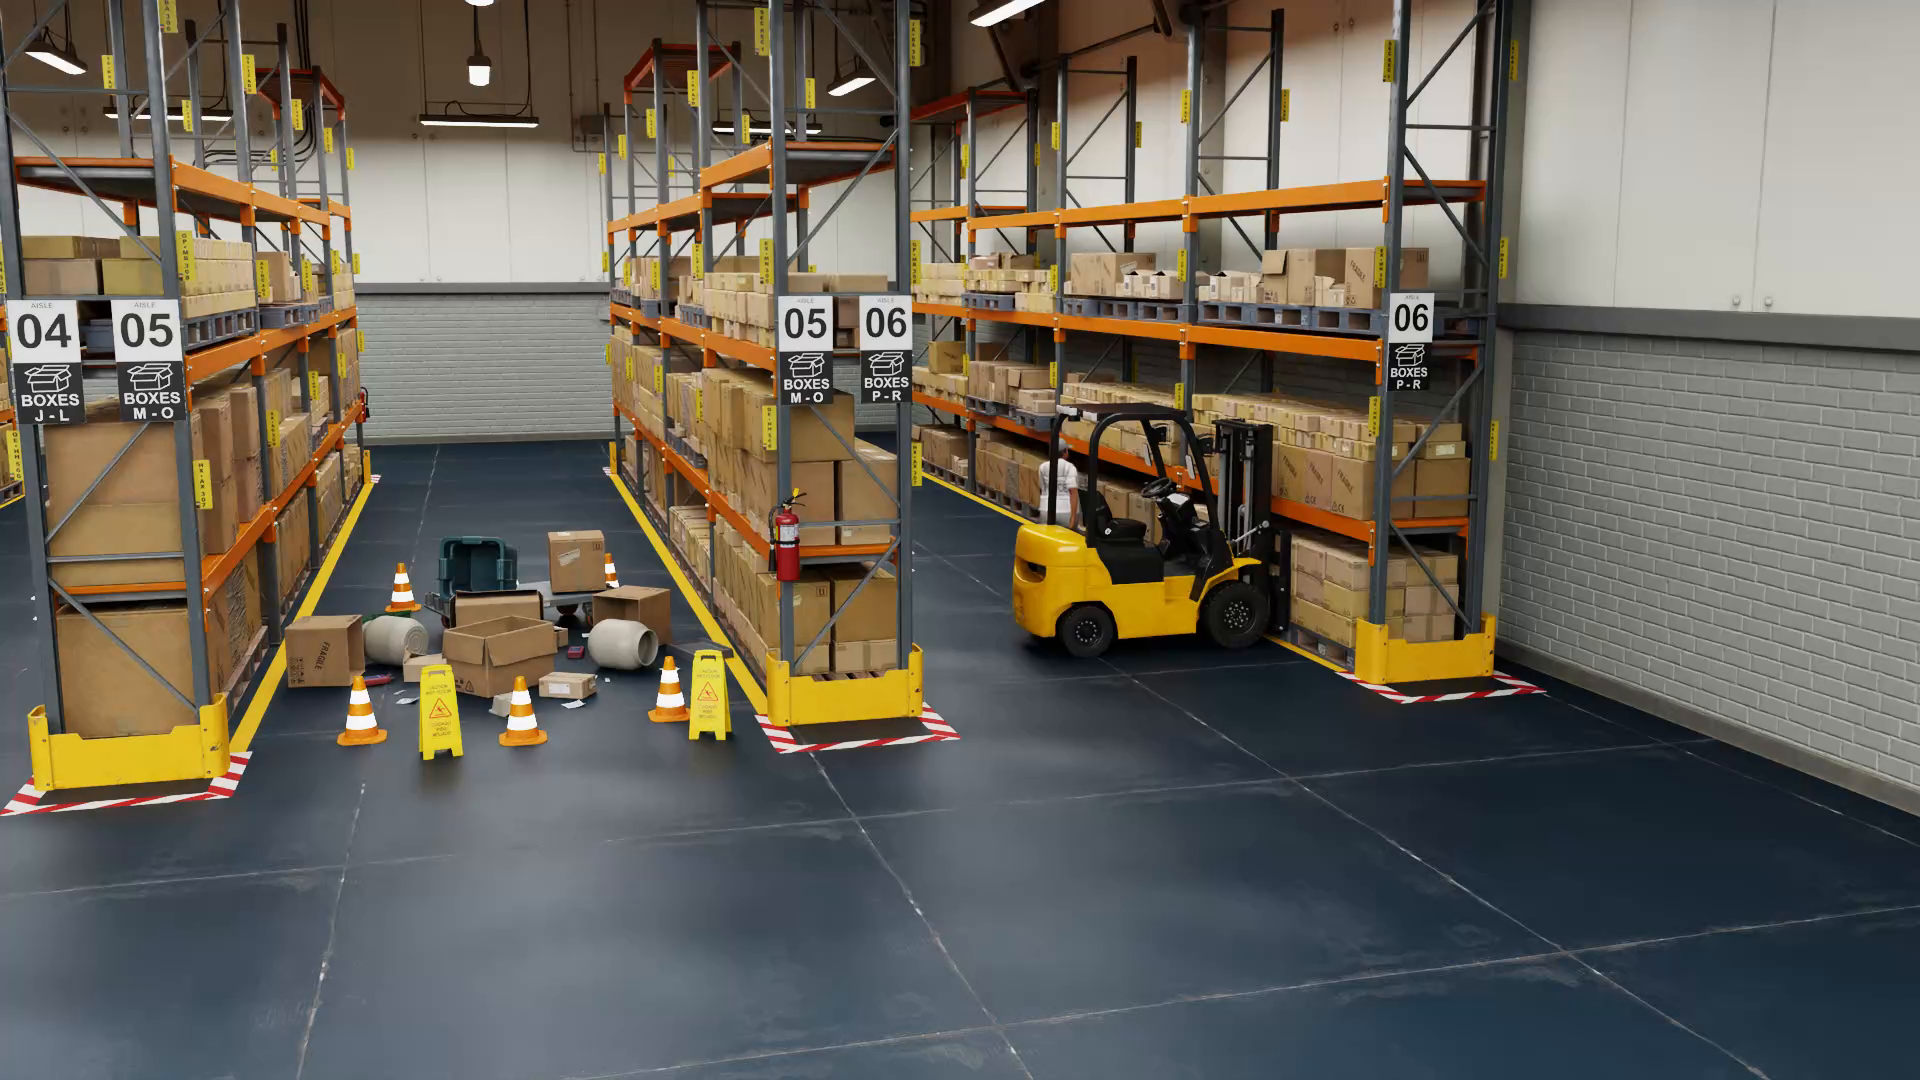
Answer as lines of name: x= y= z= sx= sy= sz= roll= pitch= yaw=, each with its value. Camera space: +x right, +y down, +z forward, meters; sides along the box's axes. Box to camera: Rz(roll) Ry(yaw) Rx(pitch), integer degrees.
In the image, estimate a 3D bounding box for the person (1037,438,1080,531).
person: x=1.046 y=-0.284 z=17.637 sx=0.459 sy=1.597 sz=1.078 roll=2 pitch=10 yaw=11
